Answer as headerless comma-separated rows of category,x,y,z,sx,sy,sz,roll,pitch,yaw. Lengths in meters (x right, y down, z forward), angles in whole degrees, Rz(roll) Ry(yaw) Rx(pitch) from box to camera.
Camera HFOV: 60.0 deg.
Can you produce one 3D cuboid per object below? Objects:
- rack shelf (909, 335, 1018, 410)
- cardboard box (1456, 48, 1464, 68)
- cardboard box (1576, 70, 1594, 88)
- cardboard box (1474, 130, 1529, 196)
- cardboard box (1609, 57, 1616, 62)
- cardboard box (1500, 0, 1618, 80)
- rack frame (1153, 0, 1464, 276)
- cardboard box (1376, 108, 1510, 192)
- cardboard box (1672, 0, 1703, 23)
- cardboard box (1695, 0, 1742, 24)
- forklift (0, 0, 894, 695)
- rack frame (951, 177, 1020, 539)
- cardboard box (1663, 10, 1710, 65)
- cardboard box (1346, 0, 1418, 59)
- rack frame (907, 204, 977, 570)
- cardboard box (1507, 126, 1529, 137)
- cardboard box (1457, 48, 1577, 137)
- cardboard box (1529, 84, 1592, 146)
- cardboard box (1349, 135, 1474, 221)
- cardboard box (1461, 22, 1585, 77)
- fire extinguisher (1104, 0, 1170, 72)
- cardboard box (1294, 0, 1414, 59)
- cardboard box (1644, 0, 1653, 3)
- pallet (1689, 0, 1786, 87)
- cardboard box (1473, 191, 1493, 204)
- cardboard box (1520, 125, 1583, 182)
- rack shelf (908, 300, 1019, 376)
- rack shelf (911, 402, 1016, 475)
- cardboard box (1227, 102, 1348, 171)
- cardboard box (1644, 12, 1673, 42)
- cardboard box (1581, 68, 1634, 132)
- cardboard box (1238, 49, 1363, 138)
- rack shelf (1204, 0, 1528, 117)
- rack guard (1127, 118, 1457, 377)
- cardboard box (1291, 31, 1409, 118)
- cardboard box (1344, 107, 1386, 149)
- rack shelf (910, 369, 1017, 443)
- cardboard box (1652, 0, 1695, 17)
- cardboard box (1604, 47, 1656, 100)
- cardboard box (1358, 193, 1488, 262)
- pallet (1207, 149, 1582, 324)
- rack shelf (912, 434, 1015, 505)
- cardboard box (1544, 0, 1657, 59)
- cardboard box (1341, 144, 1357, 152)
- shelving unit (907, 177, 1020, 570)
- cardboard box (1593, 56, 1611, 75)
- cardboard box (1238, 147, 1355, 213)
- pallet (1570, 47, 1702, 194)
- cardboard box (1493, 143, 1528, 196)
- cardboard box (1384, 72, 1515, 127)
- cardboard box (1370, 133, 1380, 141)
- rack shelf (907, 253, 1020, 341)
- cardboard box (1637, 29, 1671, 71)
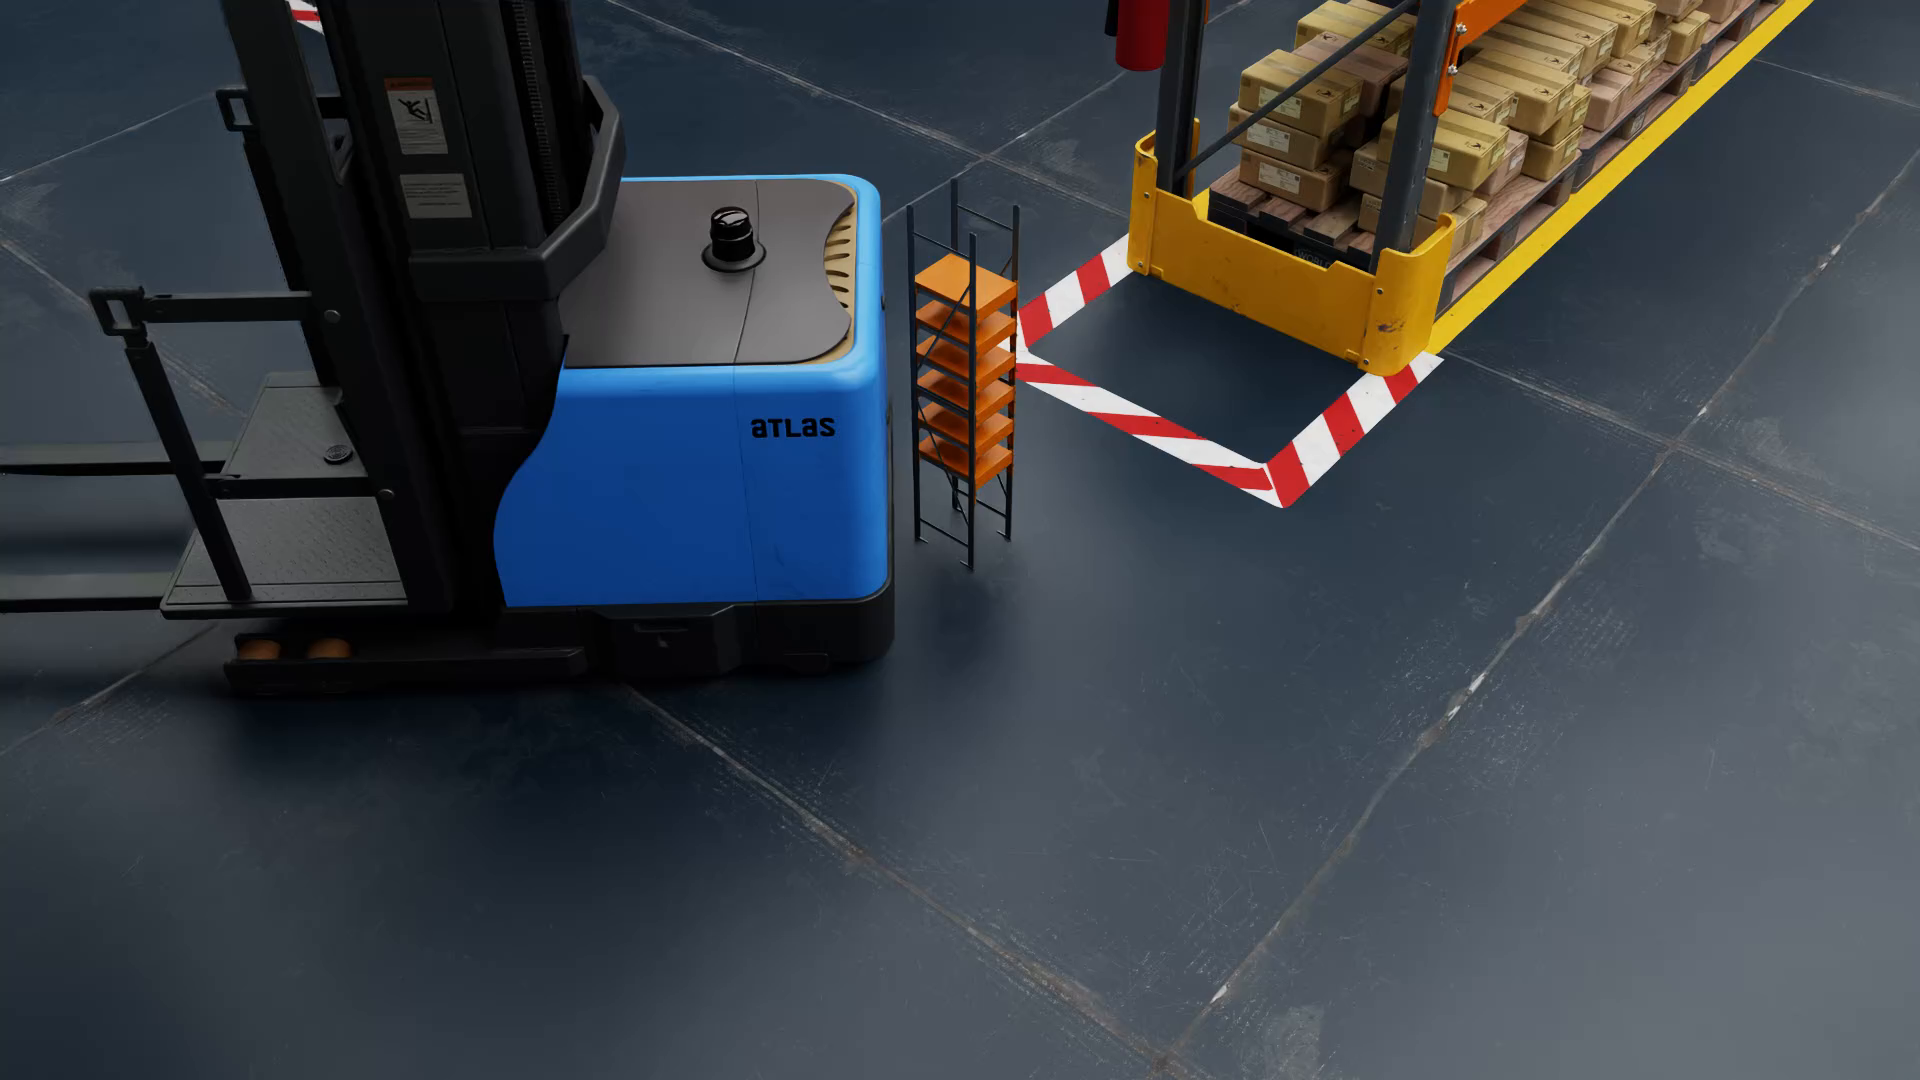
rack shelf,0.009,-0.507,4.804,0.258,0.103,0.180,29,50,28
cardboard box,1.832,-1.939,6.739,0.380,0.149,0.250,29,50,28
cardboard box,2.315,-1.884,6.678,0.380,0.149,0.250,27,49,27
cardboard box,1.879,-1.457,6.208,0.380,0.149,0.250,29,50,28
cardboard box,2.639,-2.176,7.000,0.380,0.149,0.250,32,51,30
cardboard box,2.350,-1.985,6.568,0.380,0.149,0.250,32,51,30
rack frame,1.126,-1.971,5.188,1.000,3.000,0.127,29,50,28
cardboard box,1.723,-1.414,5.941,0.380,0.149,0.250,27,49,27
cardboard box,3.031,-2.425,7.273,0.380,0.149,0.250,31,51,29
cardboard box,3.356,-2.520,7.599,0.380,0.149,0.250,28,49,27
forklift,-1.720,-1.003,4.175,3.031,2.935,1.130,-1,42,-1
rack frame,0.068,-0.498,4.906,0.240,1.200,0.006,29,50,28
cardboard box,3.042,-2.249,7.301,0.380,0.149,0.250,29,50,28
cardboard box,1.763,-2.073,6.665,0.380,0.149,0.250,27,49,27
rack frame,-0.050,-0.404,4.803,0.240,1.200,0.006,29,50,28
cardboard box,1.969,-1.621,6.389,0.380,0.149,0.250,30,50,29
cardboard box,2.068,-1.683,6.236,0.380,0.149,0.250,29,50,28
cardboard box,2.217,-1.706,6.483,0.380,0.149,0.250,31,51,30
cardboard box,1.659,-1.340,6.080,0.380,0.149,0.250,32,51,30
cardboard box,2.165,-1.846,6.416,0.380,0.149,0.250,27,49,27
fire extinguisher,0.610,-1.875,5.417,0.296,0.674,0.183,29,50,28
cardboard box,1.548,-1.967,6.548,0.380,0.149,0.250,28,49,28
cardboard box,2.643,-2.271,6.883,0.380,0.149,0.250,30,50,29
pallet,3.295,-2.638,7.994,1.003,0.211,1.213,29,50,28
cardboard box,1.814,-1.373,6.337,0.380,0.149,0.250,29,50,28
cardboard box,2.217,-1.588,6.574,0.380,0.149,0.250,30,50,29
rack shelf,0.009,-0.596,4.723,0.258,0.103,0.180,29,50,28
rack shelf,0.009,-0.330,4.965,0.258,0.103,0.180,29,50,28
cardboard box,1.247,-1.577,6.341,0.380,0.149,0.250,28,49,27
cardboard box,2.844,-2.296,7.131,0.380,0.149,0.250,27,49,27
cardboard box,2.535,-1.851,6.863,0.380,0.149,0.250,27,49,27
cardboard box,1.272,-1.674,6.226,0.380,0.149,0.250,30,50,29
rack shelf,2.413,-2.735,6.563,1.077,0.370,4.000,29,50,28
rack guard,1.175,-1.085,6.072,1.175,0.500,0.348,29,50,28
cardboard box,1.478,-1.779,6.341,0.380,0.149,0.250,30,50,29
cardboard box,1.456,-1.688,6.463,0.380,0.149,0.250,28,49,28
rack shelf,0.009,-0.419,4.884,0.258,0.103,0.180,29,50,28
cardboard box,2.887,-2.352,6.972,0.380,0.149,0.250,28,49,27
cardboard box,2.693,-2.005,7.032,0.380,0.149,0.250,30,50,28
cardboard box,1.708,-1.203,6.150,0.380,0.149,0.250,31,50,29
pallet,1.725,-1.381,6.612,1.003,0.211,1.213,29,50,28
rack shelf,0.009,-0.241,5.046,0.258,0.103,0.180,29,50,28
cardboard box,2.555,-2.101,6.695,0.380,0.149,0.250,30,50,29
cardboard box,1.393,-1.609,6.597,0.380,0.149,0.250,31,51,30
shelving unit,0.009,-0.451,4.855,0.258,1.200,0.189,29,50,28
cardboard box,2.458,-2.042,6.852,0.380,0.149,0.250,32,51,30
cardboard box,1.305,-1.433,6.403,0.380,0.149,0.250,30,50,29
pallet,2.510,-2.007,7.300,1.003,0.211,1.213,29,50,28
cardboard box,1.968,-1.504,6.481,0.380,0.149,0.250,30,50,29
cardboard box,1.808,-1.608,6.154,0.380,0.149,0.250,30,50,29
cardboard box,1.629,-1.708,6.706,0.380,0.149,0.250,29,50,28
rack shelf,0.009,-0.685,4.642,0.258,0.103,0.180,29,50,28
cardboard box,2.823,-2.144,7.185,0.380,0.149,0.250,30,50,29
